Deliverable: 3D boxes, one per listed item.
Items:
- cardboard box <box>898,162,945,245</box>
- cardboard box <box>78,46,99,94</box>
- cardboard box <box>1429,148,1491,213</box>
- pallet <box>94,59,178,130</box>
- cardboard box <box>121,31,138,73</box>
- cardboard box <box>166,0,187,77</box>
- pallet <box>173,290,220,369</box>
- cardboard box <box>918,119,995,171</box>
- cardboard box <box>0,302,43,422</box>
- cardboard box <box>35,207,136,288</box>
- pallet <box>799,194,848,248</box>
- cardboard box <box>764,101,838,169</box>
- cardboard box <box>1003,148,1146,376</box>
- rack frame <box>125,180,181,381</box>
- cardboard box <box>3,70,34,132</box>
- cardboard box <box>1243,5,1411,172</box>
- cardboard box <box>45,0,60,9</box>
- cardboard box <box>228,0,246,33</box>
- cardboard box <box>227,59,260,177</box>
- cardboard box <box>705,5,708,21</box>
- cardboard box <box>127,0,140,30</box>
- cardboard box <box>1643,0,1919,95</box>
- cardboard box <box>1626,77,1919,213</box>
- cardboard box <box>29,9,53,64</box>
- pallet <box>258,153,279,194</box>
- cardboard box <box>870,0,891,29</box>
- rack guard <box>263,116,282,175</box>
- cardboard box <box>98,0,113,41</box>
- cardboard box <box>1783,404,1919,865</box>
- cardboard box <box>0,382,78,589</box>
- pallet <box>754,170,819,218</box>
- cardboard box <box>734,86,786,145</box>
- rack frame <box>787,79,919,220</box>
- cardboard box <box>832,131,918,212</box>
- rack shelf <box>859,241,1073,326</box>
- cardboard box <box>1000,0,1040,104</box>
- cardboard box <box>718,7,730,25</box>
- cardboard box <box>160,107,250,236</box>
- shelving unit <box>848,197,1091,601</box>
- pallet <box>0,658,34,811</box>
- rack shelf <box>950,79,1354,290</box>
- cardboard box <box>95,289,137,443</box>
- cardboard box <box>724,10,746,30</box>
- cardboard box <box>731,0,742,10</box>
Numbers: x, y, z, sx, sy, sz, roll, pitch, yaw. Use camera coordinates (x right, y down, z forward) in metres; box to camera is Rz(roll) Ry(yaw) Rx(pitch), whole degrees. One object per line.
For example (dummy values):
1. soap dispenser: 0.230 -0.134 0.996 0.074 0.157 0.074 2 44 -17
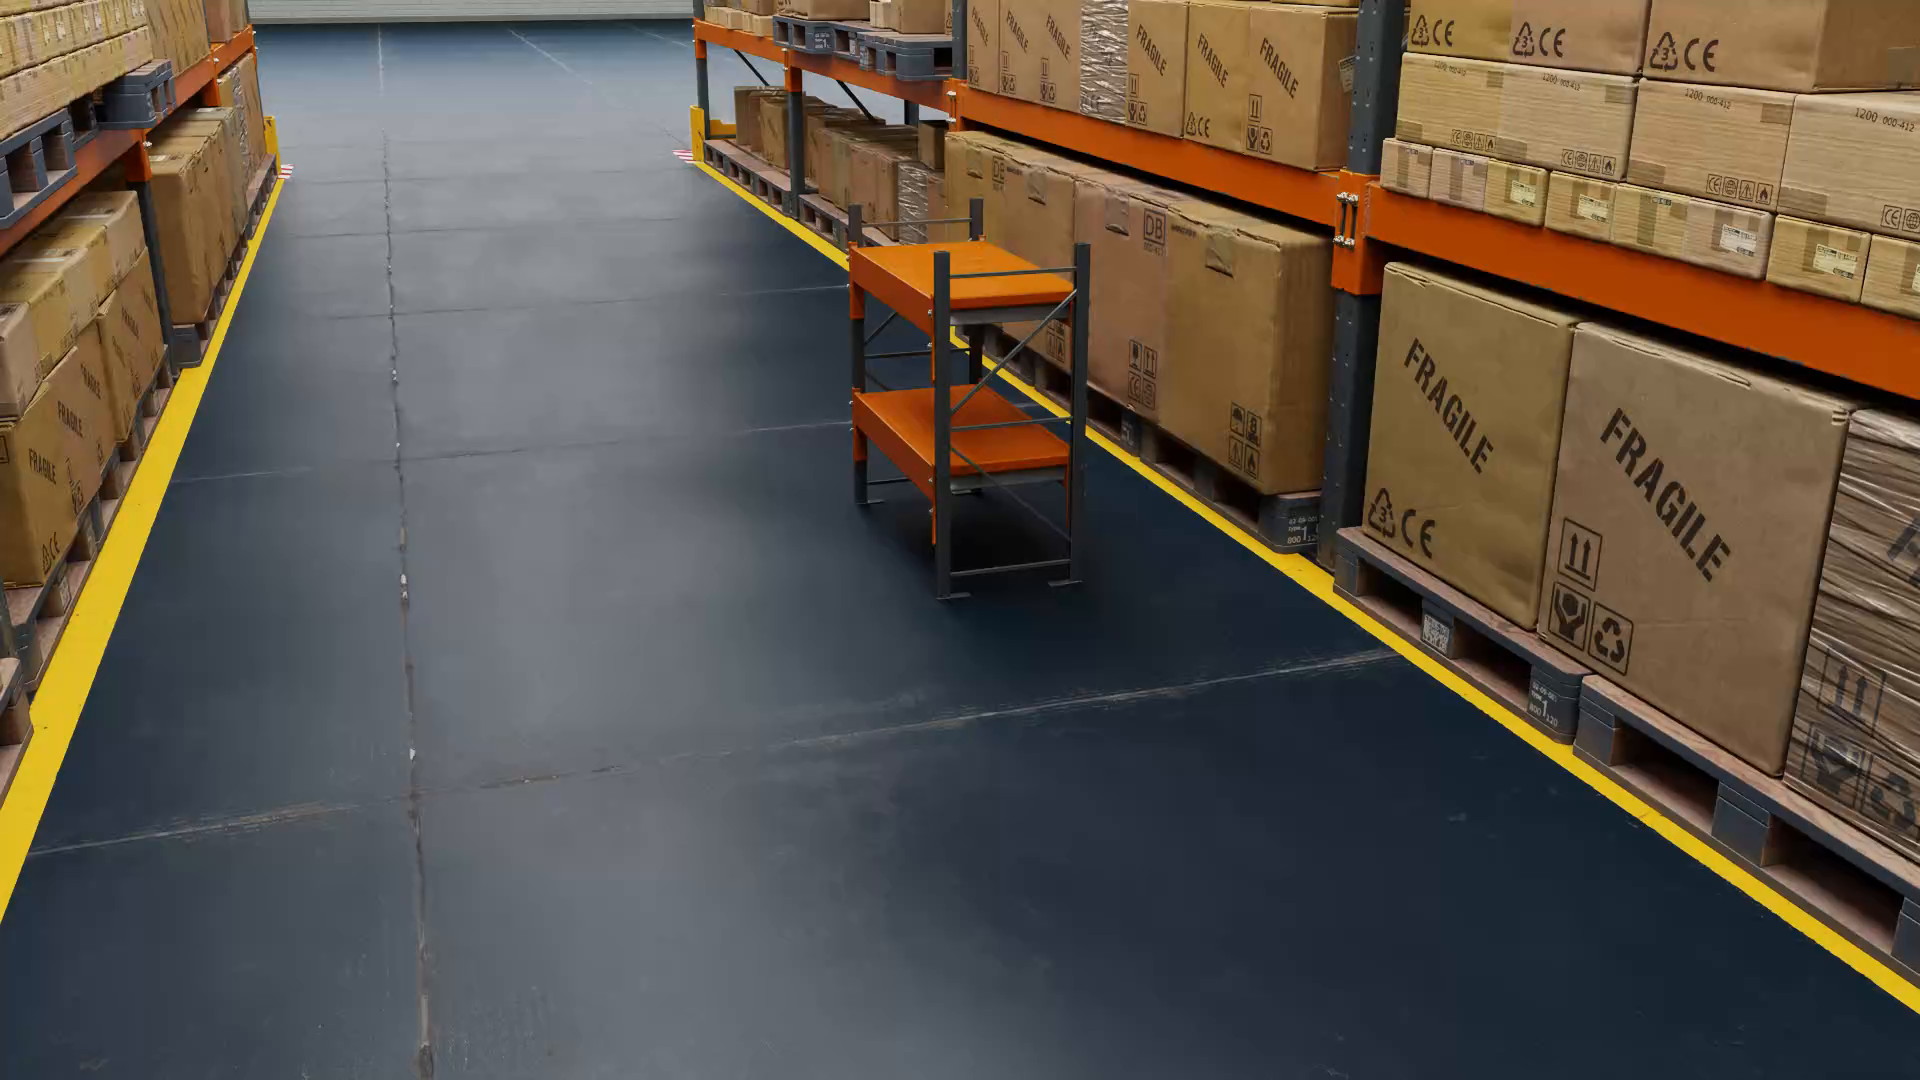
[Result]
1. cardboard box: 0.035 -2.067 10.281 0.700 0.500 0.500 -8 21 -22
2. cardboard box: -3.211 -1.623 5.748 0.380 0.149 0.250 -7 21 -20
3. cardboard box: 1.568 -1.031 4.720 0.380 0.149 0.250 -7 21 -19
4. pallet: -3.964 -1.845 6.899 1.213 0.211 1.003 -6 21 -17
5. cardboard box: -3.540 -1.960 6.686 0.380 0.149 0.250 -6 21 -16
6. cardboard box: -4.649 -2.857 9.286 0.500 0.500 0.500 -7 21 -18
7. pallet: -4.466 -1.101 8.670 1.003 0.211 1.213 -6 21 -17
8. cardboard box: 0.036 -2.411 10.131 0.500 0.250 0.500 -4 20 -11
9. cardboard box: -3.013 -0.508 4.861 0.500 0.250 0.500 -7 21 -20
10. cardboard box: -3.656 -1.174 6.715 0.500 0.250 0.500 -6 21 -16
11. pallet: -0.560 -2.369 12.199 1.003 0.211 1.213 -6 21 -17
12. cardboard box: -1.351 -3.458 14.184 0.500 0.500 0.500 -8 21 -22
13. cardboard box: 0.921 -1.334 7.715 1.225 0.875 0.875 -6 21 -17
14. rack frame: -4.289 -2.152 7.472 1.000 3.000 0.127 -6 21 -17
15. cardboard box: -2.812 -1.212 4.603 0.380 0.149 0.250 -6 21 -16
16. cardboard box: 1.302 -1.531 5.595 0.500 0.500 0.500 -6 21 -17
17. cardboard box: -3.048 -1.737 5.186 0.380 0.149 0.250 -7 21 -18
18. cardboard box: -6.451 -4.502 13.791 0.875 0.550 0.550 -6 21 -17
19. cardboard box: -6.249 -3.425 13.536 0.875 0.875 0.875 -7 21 -18
20. cardboard box: -2.200 -4.979 15.713 0.380 0.149 0.250 -6 21 -17
21. cardboard box: -3.616 -2.176 6.848 0.380 0.149 0.250 -6 21 -15
22. cardboard box: 1.932 -1.279 3.714 0.500 0.500 0.500 -7 21 -19
23. cardboard box: 1.927 -0.928 3.846 0.500 0.250 0.500 -6 21 -16
24. cardboard box: -2.966 -1.513 5.001 0.380 0.149 0.250 -7 21 -20
25. pallet: -6.478 -3.159 14.399 1.003 0.211 1.213 -6 21 -17
26. cardboard box: -0.329 -3.288 10.210 0.396 0.266 0.258 -7 21 -19
27. rack guard: -6.811 -3.551 15.063 1.175 0.500 0.348 -6 21 -17
28. cardboard box: -3.377 -1.932 6.167 0.380 0.149 0.250 -7 21 -18
29. cardboard box: 2.402 0.234 3.350 0.875 0.875 0.875 -6 21 -17
30. cardboard box: -3.013 -0.155 4.988 0.500 0.500 0.500 -6 20 -15
31. pallet: -1.051 -2.830 13.483 1.003 0.211 1.213 -6 21 -17
32. cardboard box: -1.883 -4.033 15.785 0.500 0.500 0.500 -3 20 -7
33. rack frame: -0.806 -3.931 12.422 1.000 3.000 0.127 -6 21 -17
34. cardboard box: -0.502 -2.607 11.784 0.700 0.500 0.500 -7 21 -18
35. rack shelf: 0.002 -0.872 5.597 0.459 0.093 0.952 -6 21 -17
36. cardboard box: 0.510 -2.344 7.857 0.500 0.500 0.500 -7 21 -19
37. cardboard box: -1.977 -4.737 15.039 0.380 0.149 0.250 -6 21 -17
38. cardboard box: -5.266 -2.385 10.827 1.050 0.750 0.750 -6 21 -17
39. shelving unit: 0.002 -0.527 5.720 0.538 1.125 1.048 -6 21 -17
40. pallet: -2.787 0.655 3.780 1.003 0.211 1.213 -6 21 -17
41. rack shelf: 1.080 -1.667 7.183 1.077 0.370 4.000 -6 21 -17
42. cardboard box: -3.493 -0.655 6.380 0.500 0.500 0.500 -7 21 -20
43. cardboard box: -1.821 -4.488 14.345 0.380 0.149 0.250 -6 21 -17
44. cardboard box: -1.529 -4.909 14.559 0.875 0.500 0.500 -6 21 -17
